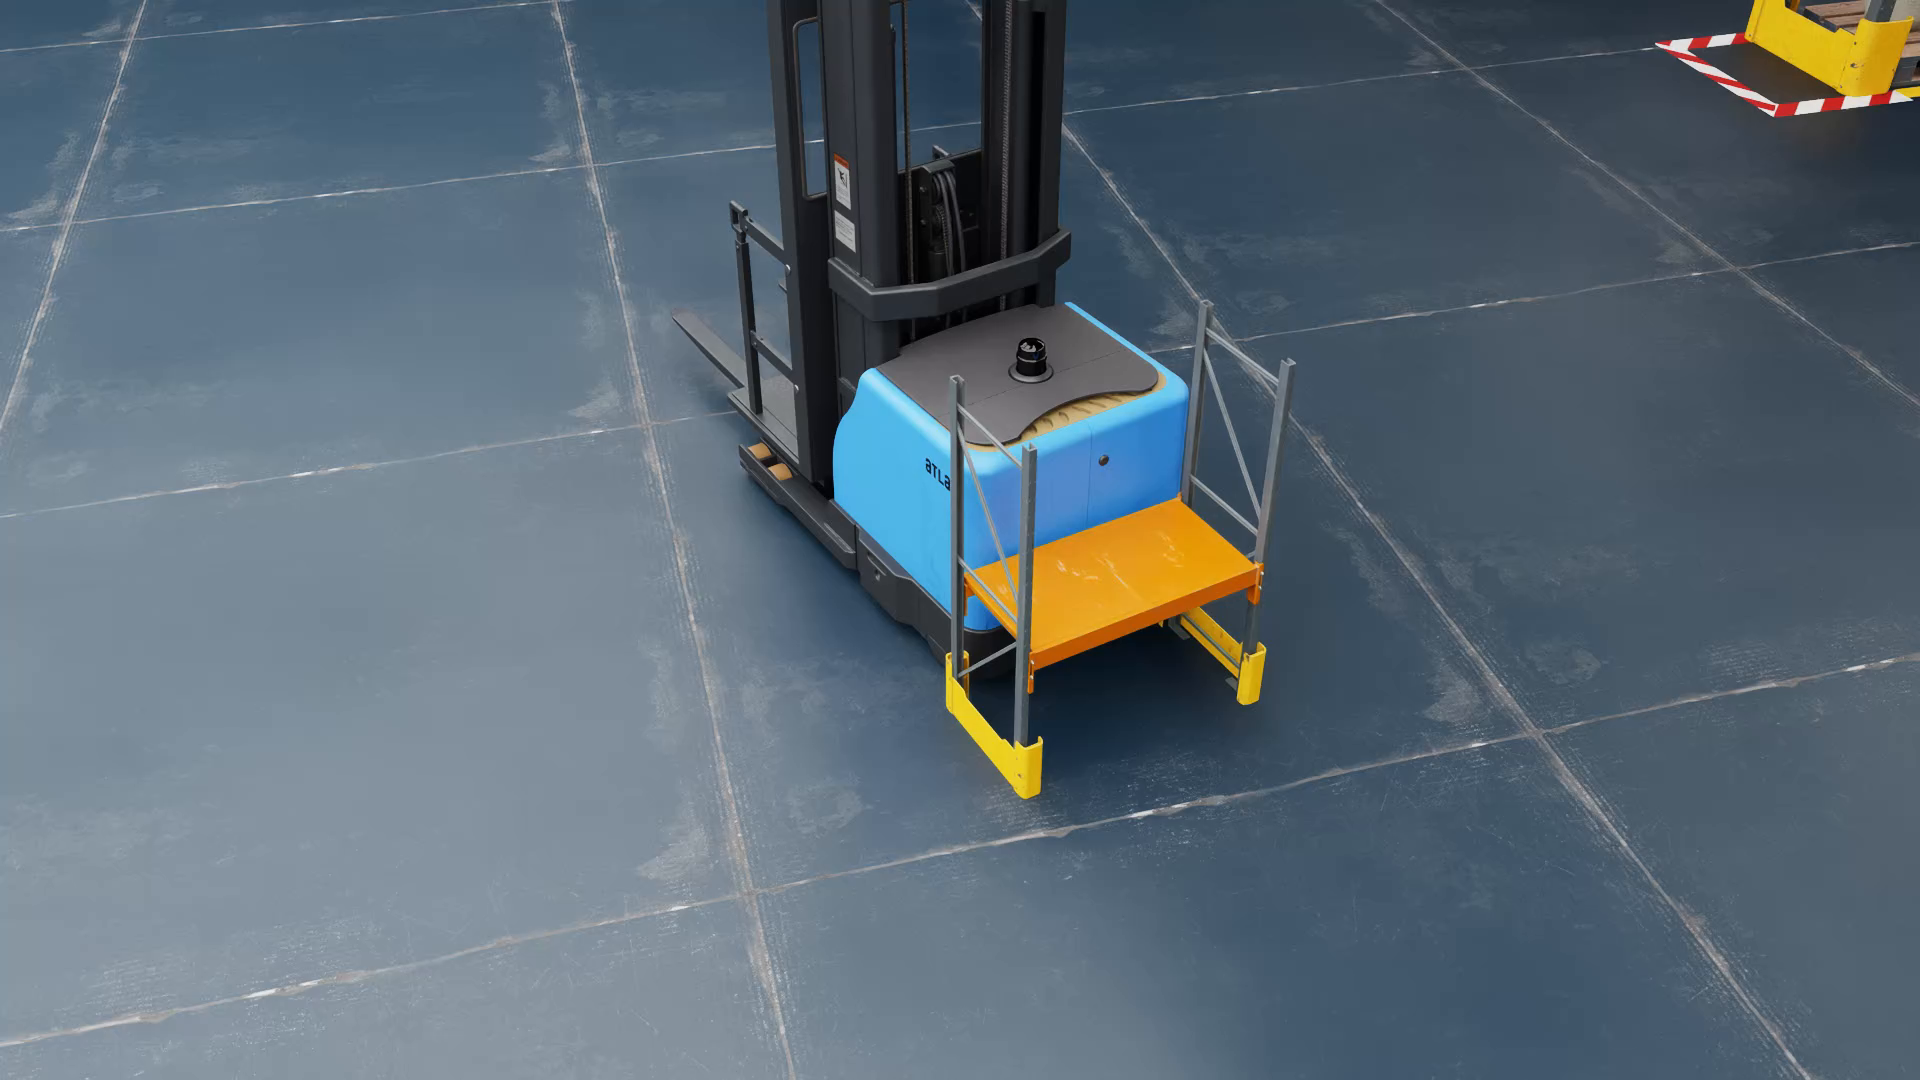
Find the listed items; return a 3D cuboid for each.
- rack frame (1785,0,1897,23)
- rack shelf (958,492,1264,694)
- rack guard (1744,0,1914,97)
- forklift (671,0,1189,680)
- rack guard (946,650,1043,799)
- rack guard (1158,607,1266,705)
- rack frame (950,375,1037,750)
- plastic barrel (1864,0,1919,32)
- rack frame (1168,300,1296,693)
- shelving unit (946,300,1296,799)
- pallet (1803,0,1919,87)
[{"bbox_3d":[5.893,-4.477,10.633,0.127,3.000,1.000,-9,38,-12],"label":"rack frame"},{"bbox_3d":[0.545,0.175,6.083,1.000,0.185,0.538,-19,41,-23],"label":"rack shelf"},{"bbox_3d":[5.954,-3.523,11.445,0.348,0.500,1.175,-9,38,-12],"label":"rack guard"},{"bbox_3d":[-0.347,-1.484,6.778,1.130,2.935,3.031,-22,42,-26],"label":"forklift"},{"bbox_3d":[0.120,0.676,6.161,0.087,0.250,0.587,-19,41,-23],"label":"rack guard"},{"bbox_3d":[0.985,0.376,6.553,0.087,0.250,0.587,-19,41,-23],"label":"rack guard"},{"bbox_3d":[0.103,0.185,5.773,0.032,1.500,0.500,-19,41,-23],"label":"rack frame"},{"bbox_3d":[6.508,-3.804,11.457,0.421,0.512,0.421,0,37,0],"label":"plastic barrel"},{"bbox_3d":[0.986,-0.121,6.174,0.032,1.500,0.500,-19,41,-23],"label":"rack frame"},{"bbox_3d":[0.553,0.030,5.977,1.083,1.500,0.587,-19,41,-23],"label":"shelving unit"},{"bbox_3d":[6.740,-3.534,11.697,1.213,0.211,1.003,-9,38,-12],"label":"pallet"}]
